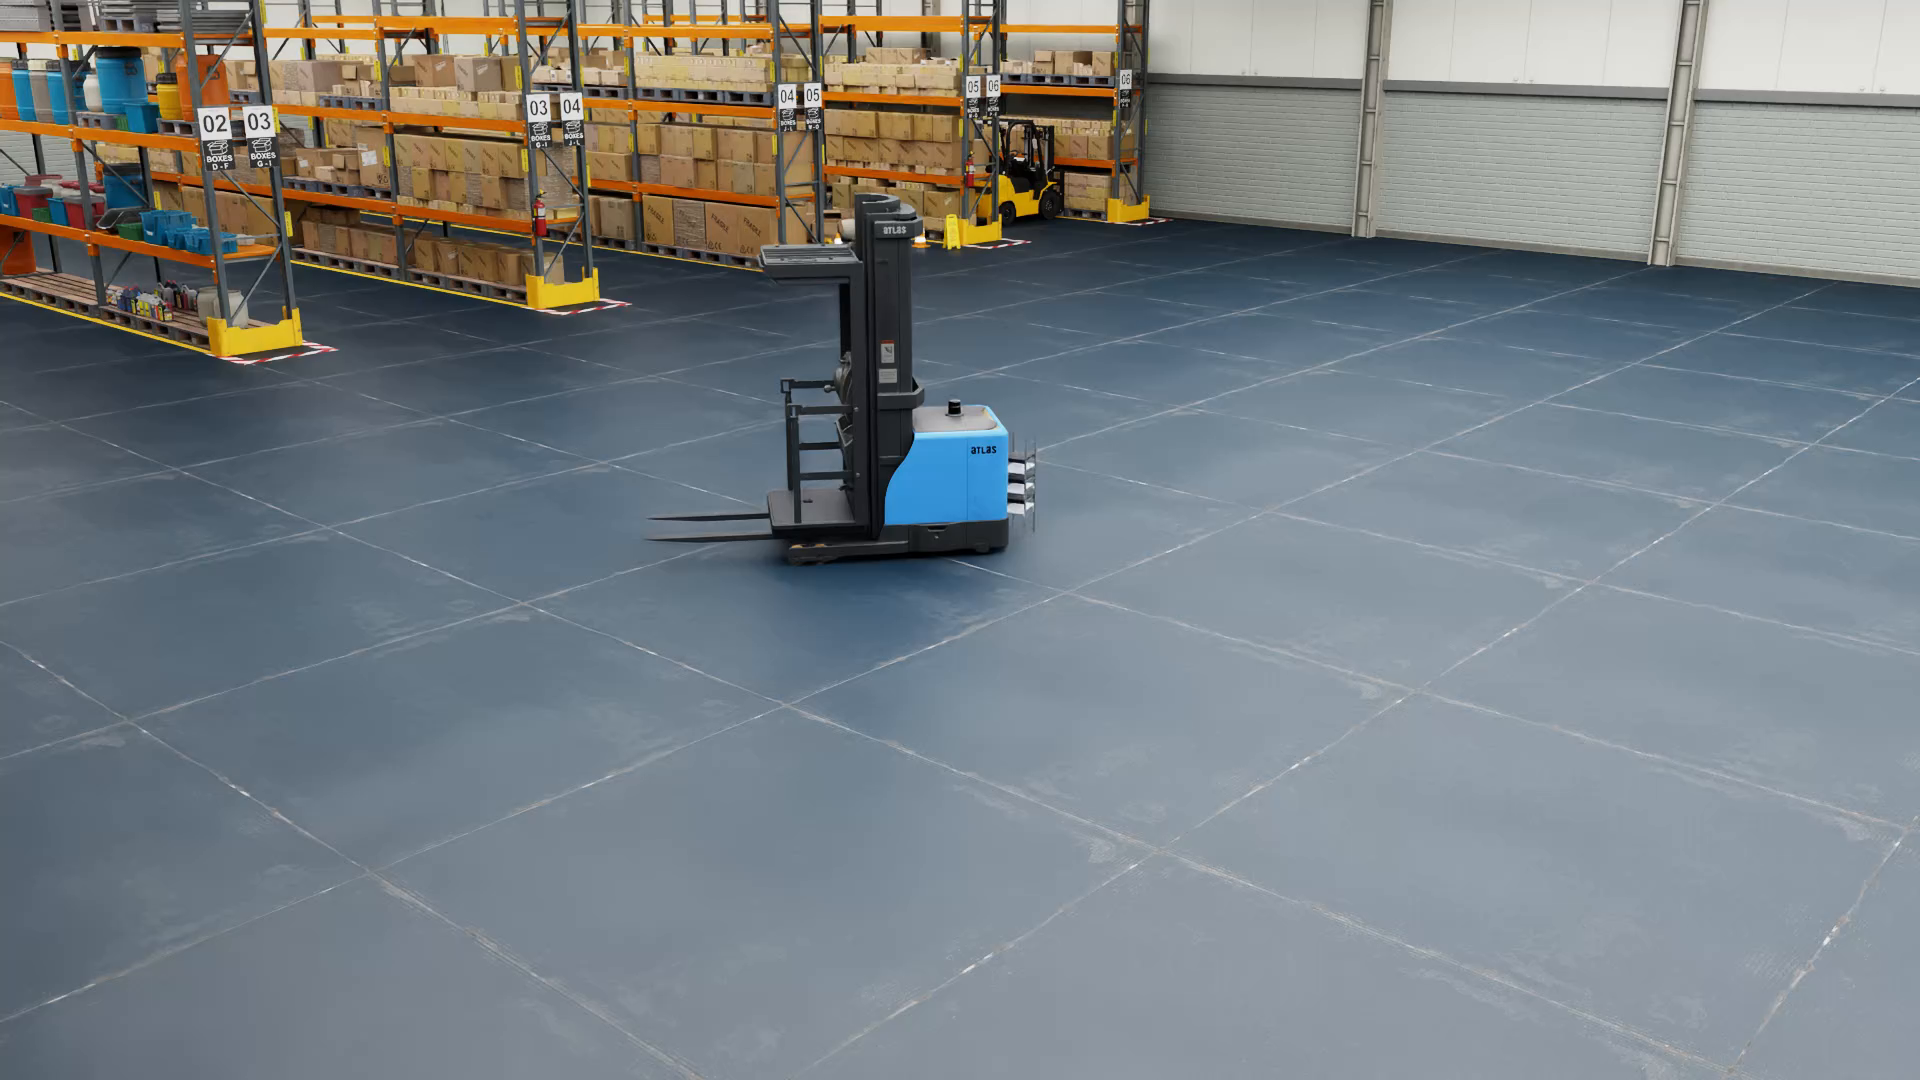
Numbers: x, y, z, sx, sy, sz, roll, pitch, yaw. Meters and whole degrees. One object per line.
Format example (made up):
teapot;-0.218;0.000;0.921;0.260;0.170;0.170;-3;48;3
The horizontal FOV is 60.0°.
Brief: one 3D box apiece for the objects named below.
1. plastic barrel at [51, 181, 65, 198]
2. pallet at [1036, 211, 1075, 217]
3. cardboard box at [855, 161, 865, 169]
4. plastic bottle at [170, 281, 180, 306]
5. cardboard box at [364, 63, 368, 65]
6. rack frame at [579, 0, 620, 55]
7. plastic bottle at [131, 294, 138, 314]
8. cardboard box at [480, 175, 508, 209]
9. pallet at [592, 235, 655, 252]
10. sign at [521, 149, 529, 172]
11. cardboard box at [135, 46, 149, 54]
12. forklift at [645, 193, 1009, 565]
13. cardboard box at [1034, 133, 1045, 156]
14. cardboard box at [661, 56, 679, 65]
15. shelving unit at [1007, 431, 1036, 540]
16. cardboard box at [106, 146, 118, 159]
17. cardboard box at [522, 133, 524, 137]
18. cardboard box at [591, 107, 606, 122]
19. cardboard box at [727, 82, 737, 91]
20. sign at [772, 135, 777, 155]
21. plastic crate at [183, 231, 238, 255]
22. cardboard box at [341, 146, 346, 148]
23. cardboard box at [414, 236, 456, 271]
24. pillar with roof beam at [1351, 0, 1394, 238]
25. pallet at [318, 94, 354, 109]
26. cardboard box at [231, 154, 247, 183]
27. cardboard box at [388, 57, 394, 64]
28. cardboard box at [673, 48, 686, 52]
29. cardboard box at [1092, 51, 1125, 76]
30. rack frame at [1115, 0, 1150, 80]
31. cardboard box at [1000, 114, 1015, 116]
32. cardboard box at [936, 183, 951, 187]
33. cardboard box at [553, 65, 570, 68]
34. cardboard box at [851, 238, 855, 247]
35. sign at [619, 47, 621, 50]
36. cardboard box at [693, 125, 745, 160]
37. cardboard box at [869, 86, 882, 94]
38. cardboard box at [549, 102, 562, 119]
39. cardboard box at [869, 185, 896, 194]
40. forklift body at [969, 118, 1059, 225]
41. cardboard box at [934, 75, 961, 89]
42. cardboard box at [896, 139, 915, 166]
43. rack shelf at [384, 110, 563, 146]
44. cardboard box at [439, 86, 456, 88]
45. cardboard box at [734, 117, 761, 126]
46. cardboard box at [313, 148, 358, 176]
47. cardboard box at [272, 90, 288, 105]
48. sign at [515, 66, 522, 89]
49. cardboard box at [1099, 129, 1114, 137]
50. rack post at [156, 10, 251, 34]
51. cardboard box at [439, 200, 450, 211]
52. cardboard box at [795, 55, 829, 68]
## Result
plastic barrel;-14.220;-5.437;26.428;0.421;0.512;0.421;0;18;0
pallet;2.186;-7.567;37.933;1.213;0.211;1.003;15;23;39
cardboard box;-1.962;-7.788;34.435;0.250;0.149;0.380;16;24;41
plastic bottle;-11.638;-3.668;24.690;0.185;0.351;0.144;14;22;37
cardboard box;-13.071;-10.495;37.012;0.500;0.250;0.500;16;24;41
rack frame;-8.573;-12.652;39.429;0.127;3.000;1.000;15;23;39
plastic bottle;-11.889;-3.402;23.963;0.133;0.283;0.061;16;24;42
cardboard box;-7.022;-5.520;26.218;0.500;0.500;0.875;15;23;39
pallet;-6.426;-5.855;32.538;1.213;0.211;1.003;15;23;39
sign;-6.559;-5.722;25.074;0.005;0.325;0.100;15;23;39
cardboard box;-16.638;-10.028;33.856;0.500;0.250;0.500;14;22;38
forklift;-1.149;-1.359;13.876;3.031;2.935;1.130;-3;18;-8
cardboard box;2.003;-8.901;37.363;0.500;0.500;0.500;15;23;40
cardboard box;-5.182;-8.681;30.113;0.250;0.149;0.380;15;23;38
shelving unit;0.514;-0.471;14.435;0.210;0.900;0.258;8;19;23
cardboard box;-17.570;-8.163;34.960;0.500;0.250;0.500;15;23;39
cardboard box;-8.462;-8.281;33.755;0.500;0.500;0.700;15;23;39
cardboard box;-8.435;-10.163;39.687;0.500;0.500;0.500;15;23;40
cardboard box;-3.850;-7.944;29.108;0.250;0.149;0.380;15;23;40
sign;-3.178;-6.788;28.563;0.005;0.325;0.100;15;23;39
plastic crate;-10.036;-3.982;22.274;0.616;0.251;0.499;15;23;39
cardboard box;-14.081;-9.067;38.467;0.250;0.149;0.380;16;24;42
cardboard box;-8.895;-4.863;28.243;0.500;0.500;0.500;14;22;38
pillar with roof beam;5.402;-9.531;29.596;0.400;9.000;9.100;15;23;39
pallet;-10.336;-7.640;28.905;1.003;0.211;1.213;15;23;39
cardboard box;-13.452;-7.043;31.507;0.500;0.500;0.500;14;22;38
cardboard box;-12.199;-10.440;36.179;0.250;0.149;0.380;14;22;37
cardboard box;-7.355;-13.108;44.753;0.500;0.250;0.500;15;23;38
cardboard box;3.202;-10.266;35.844;0.500;0.500;0.500;16;24;41
rack frame;3.694;-11.366;35.378;0.127;3.000;1.000;15;23;39
cardboard box;1.142;-9.813;38.671;0.250;0.149;0.380;15;23;39
cardboard box;-0.270;-8.638;39.930;0.625;0.625;0.875;15;23;39
cardboard box;-7.810;-9.342;33.247;0.500;0.311;0.500;15;23;39
cardboard box;-1.918;-5.830;32.564;0.380;0.149;0.250;-6;18;-18
sign;-8.220;-11.743;40.150;0.005;0.325;0.100;15;23;39
cardboard box;-4.343;-7.222;30.204;0.500;0.550;0.875;15;23;39
cardboard box;-1.613;-9.099;33.609;0.250;0.149;0.380;14;23;38
cardboard box;-6.364;-6.654;25.738;0.500;0.250;0.500;16;24;41
cardboard box;-1.532;-7.044;34.289;0.500;0.500;0.500;17;24;42
forklift body;1.065;-8.070;36.313;1.214;2.155;2.313;15;23;39
cardboard box;-0.159;-8.925;32.400;0.500;0.250;0.500;15;23;39
cardboard box;-0.930;-7.822;33.470;0.500;0.500;0.500;15;23;39
rack shelf;-7.671;-6.629;26.600;4.000;0.370;1.077;15;23;39
cardboard box;-8.348;-7.387;27.388;0.250;0.149;0.380;14;22;37
cardboard box;-4.602;-9.028;36.576;0.500;0.500;0.500;16;23;40
cardboard box;-11.245;-6.806;30.067;0.700;0.500;0.500;-14;22;-38
cardboard box;-11.976;-7.953;29.831;0.500;0.250;0.500;16;23;40
sign;-6.559;-6.871;24.709;0.005;0.325;0.100;15;23;39
cardboard box;3.249;-8.870;36.192;0.250;0.149;0.380;15;23;40
rack post;-9.944;-6.822;21.886;0.937;0.300;0.954;-15;23;-40
cardboard box;-8.255;-5.468;27.124;0.250;0.149;0.380;15;23;39
cardboard box;-3.107;-10.070;34.981;0.500;0.250;0.500;16;23;40
